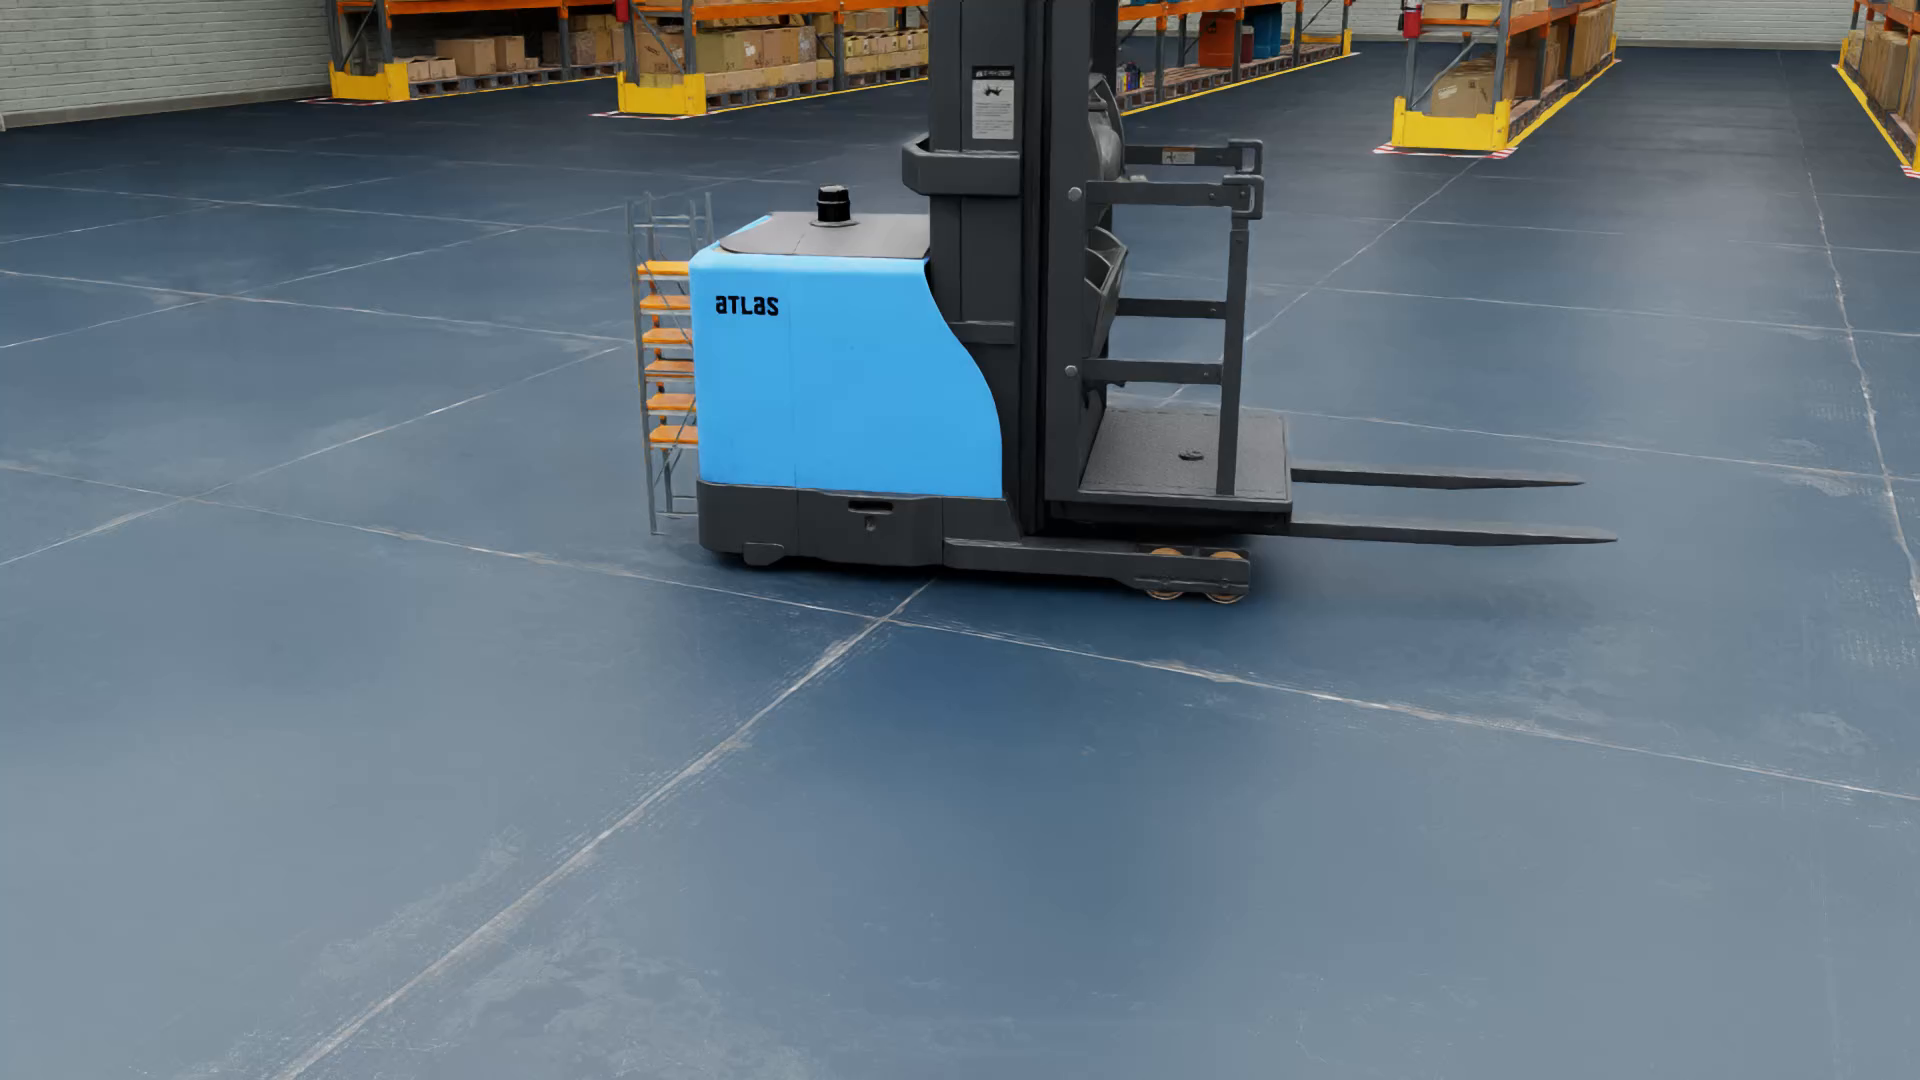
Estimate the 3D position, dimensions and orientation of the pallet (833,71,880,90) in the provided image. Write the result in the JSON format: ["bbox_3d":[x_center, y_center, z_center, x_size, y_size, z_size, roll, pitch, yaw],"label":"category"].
[{"bbox_3d":[-1.937,-7.097,25.609,1.003,0.211,1.213,9,21,23],"label":"pallet"}]

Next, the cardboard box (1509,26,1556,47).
[{"bbox_3d":[8.016,-7.053,23.279,0.500,0.250,0.500,11,22,29],"label":"cardboard box"}]

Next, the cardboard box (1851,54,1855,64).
[{"bbox_3d":[14.866,-7.891,27.310,0.380,0.149,0.250,9,21,23],"label":"cardboard box"}]

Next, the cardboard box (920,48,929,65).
[{"bbox_3d":[-0.766,-7.953,27.331,0.500,0.250,0.500,8,21,22],"label":"cardboard box"}]

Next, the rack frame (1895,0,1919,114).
[{"bbox_3d":[11.316,-6.108,18.668,1.000,3.000,0.127,9,21,23],"label":"rack frame"}]

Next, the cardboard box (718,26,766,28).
[{"bbox_3d":[-3.088,-7.031,23.621,0.500,0.500,0.500,9,21,23],"label":"cardboard box"}]

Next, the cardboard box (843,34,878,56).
[{"bbox_3d":[-1.597,-7.591,25.477,0.500,0.311,0.500,8,21,22],"label":"cardboard box"}]

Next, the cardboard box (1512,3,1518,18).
[{"bbox_3d":[5.765,-5.681,17.842,0.380,0.149,0.250,9,21,23],"label":"cardboard box"}]

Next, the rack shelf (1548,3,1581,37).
[{"bbox_3d":[7.652,-7.092,22.508,1.077,0.370,4.000,9,21,23],"label":"rack shelf"}]

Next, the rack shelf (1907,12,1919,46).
[{"bbox_3d":[10.497,-5.158,17.069,1.077,0.370,4.000,9,21,23],"label":"rack shelf"}]

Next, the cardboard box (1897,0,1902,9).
[{"bbox_3d":[11.906,-6.816,20.509,0.500,0.500,0.500,8,21,22],"label":"cardboard box"}]

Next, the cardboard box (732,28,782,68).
[{"bbox_3d":[-2.802,-6.805,22.983,0.500,0.500,0.500,9,21,23],"label":"cardboard box"}]

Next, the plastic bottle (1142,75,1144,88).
[{"bbox_3d":[2.450,-6.234,22.542,0.097,0.201,0.097,0,20,0],"label":"plastic bottle"}]

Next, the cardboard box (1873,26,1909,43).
[{"bbox_3d":[13.192,-7.105,23.456,0.500,0.250,0.500,9,21,23],"label":"cardboard box"}]

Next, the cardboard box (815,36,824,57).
[{"bbox_3d":[-2.299,-7.510,25.249,0.500,0.311,0.500,9,21,23],"label":"cardboard box"}]

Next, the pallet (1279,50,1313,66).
[{"bbox_3d":[5.856,-8.861,30.570,1.003,0.211,1.213,9,21,23],"label":"pallet"}]

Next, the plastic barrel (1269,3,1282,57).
[{"bbox_3d":[5.352,-8.990,29.276,0.600,0.901,0.708,9,21,23],"label":"plastic barrel"}]

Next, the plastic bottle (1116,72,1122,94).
[{"bbox_3d":[2.032,-5.980,21.716,0.152,0.276,0.135,9,21,24],"label":"plastic bottle"}]

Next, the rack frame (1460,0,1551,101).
[{"bbox_3d":[6.833,-6.820,20.668,1.000,3.000,0.127,9,21,23],"label":"rack frame"}]

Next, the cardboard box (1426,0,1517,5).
[{"bbox_3d":[5.445,-5.949,17.626,0.875,0.500,0.500,9,21,23],"label":"cardboard box"}]

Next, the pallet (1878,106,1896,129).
[{"bbox_3d":[11.564,-5.041,19.827,1.003,0.211,1.213,9,21,23],"label":"pallet"}]

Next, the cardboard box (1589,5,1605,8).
[{"bbox_3d":[10.452,-8.653,28.367,0.875,0.875,0.875,9,21,23],"label":"cardboard box"}]

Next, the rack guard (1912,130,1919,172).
[{"bbox_3d":[9.669,-3.700,15.628,1.175,0.500,0.348,9,21,23],"label":"rack guard"}]

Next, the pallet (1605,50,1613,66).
[{"bbox_3d":[11.491,-8.919,30.733,1.003,0.211,1.213,9,21,23],"label":"pallet"}]

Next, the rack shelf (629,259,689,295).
[{"bbox_3d":[-0.995,-0.910,5.790,0.258,0.103,0.180,3,20,9],"label":"rack shelf"}]

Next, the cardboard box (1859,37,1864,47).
[{"bbox_3d":[14.664,-7.994,26.710,0.380,0.149,0.250,8,21,22],"label":"cardboard box"}]

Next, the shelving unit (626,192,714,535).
[{"bbox_3d":[-0.992,-0.612,5.895,0.258,1.200,0.189,3,20,9],"label":"shelving unit"}]

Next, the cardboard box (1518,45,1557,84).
[{"bbox_3d":[7.999,-6.693,23.386,0.700,0.500,0.500,7,21,18],"label":"cardboard box"}]

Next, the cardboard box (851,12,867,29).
[{"bbox_3d":[-2.416,-11.013,35.562,0.700,0.500,0.500,8,21,21],"label":"cardboard box"}]

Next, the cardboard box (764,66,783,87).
[{"bbox_3d":[-2.803,-6.451,23.109,0.500,0.250,0.500,9,21,23],"label":"cardboard box"}]

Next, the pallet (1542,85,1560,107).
[{"bbox_3d":[7.648,-6.118,22.858,1.003,0.211,1.213,9,21,23],"label":"pallet"}]

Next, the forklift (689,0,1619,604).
[{"bbox_3d":[0.667,-1.367,5.438,3.031,2.935,1.130,3,20,9],"label":"forklift"}]

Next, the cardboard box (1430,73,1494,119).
[{"bbox_3d":[5.466,-4.806,18.109,0.500,0.500,0.500,13,23,33],"label":"cardboard box"}]

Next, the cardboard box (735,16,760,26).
[{"bbox_3d":[-4.301,-9.740,31.462,0.750,0.750,0.750,8,21,22],"label":"cardboard box"}]

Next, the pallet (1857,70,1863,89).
[{"bbox_3d":[14.275,-7.002,25.342,1.003,0.211,1.213,9,21,23],"label":"pallet"}]

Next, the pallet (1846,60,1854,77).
[{"bbox_3d":[15.333,-7.824,27.655,1.003,0.211,1.213,9,21,23],"label":"pallet"}]

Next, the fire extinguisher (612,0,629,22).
[{"bbox_3d":[-4.314,-6.948,21.146,0.296,0.674,0.183,9,21,23],"label":"fire extinguisher"}]

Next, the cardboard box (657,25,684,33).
[{"bbox_3d":[-5.334,-8.884,29.546,0.700,0.500,0.500,9,21,23],"label":"cardboard box"}]

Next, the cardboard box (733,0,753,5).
[{"bbox_3d":[-3.219,-7.458,22.313,0.700,0.500,0.500,9,21,23],"label":"cardboard box"}]

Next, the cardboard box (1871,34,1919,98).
[{"bbox_3d":[12.268,-6.027,21.171,1.050,0.750,0.750,9,21,24],"label":"cardboard box"}]

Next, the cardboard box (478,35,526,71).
[{"bbox_3d":[-7.113,-7.565,25.839,0.500,0.500,0.500,7,21,19],"label":"cardboard box"}]

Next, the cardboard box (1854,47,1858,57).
[{"bbox_3d":[14.624,-7.857,26.770,0.380,0.149,0.250,8,21,21],"label":"cardboard box"}]

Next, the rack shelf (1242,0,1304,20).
[{"bbox_3d":[4.771,-8.995,27.857,1.077,0.370,4.000,9,21,23],"label":"rack shelf"}]

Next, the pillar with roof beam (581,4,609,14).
[{"bbox_3d":[-2.480,-12.039,26.390,9.100,9.000,0.400,9,21,23],"label":"pillar with roof beam"}]

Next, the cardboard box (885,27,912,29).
[{"bbox_3d":[-1.048,-8.450,27.891,0.500,0.311,0.500,9,22,25],"label":"cardboard box"}]

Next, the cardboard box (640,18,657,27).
[{"bbox_3d":[-5.624,-9.071,28.955,0.500,0.250,0.500,9,21,24],"label":"cardboard box"}]

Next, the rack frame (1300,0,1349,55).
[{"bbox_3d":[7.228,-11.168,32.894,1.000,3.000,0.127,9,21,23],"label":"rack frame"}]

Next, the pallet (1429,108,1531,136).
[{"bbox_3d":[6.092,-4.921,19.492,1.003,0.211,1.213,9,21,23],"label":"pallet"}]
